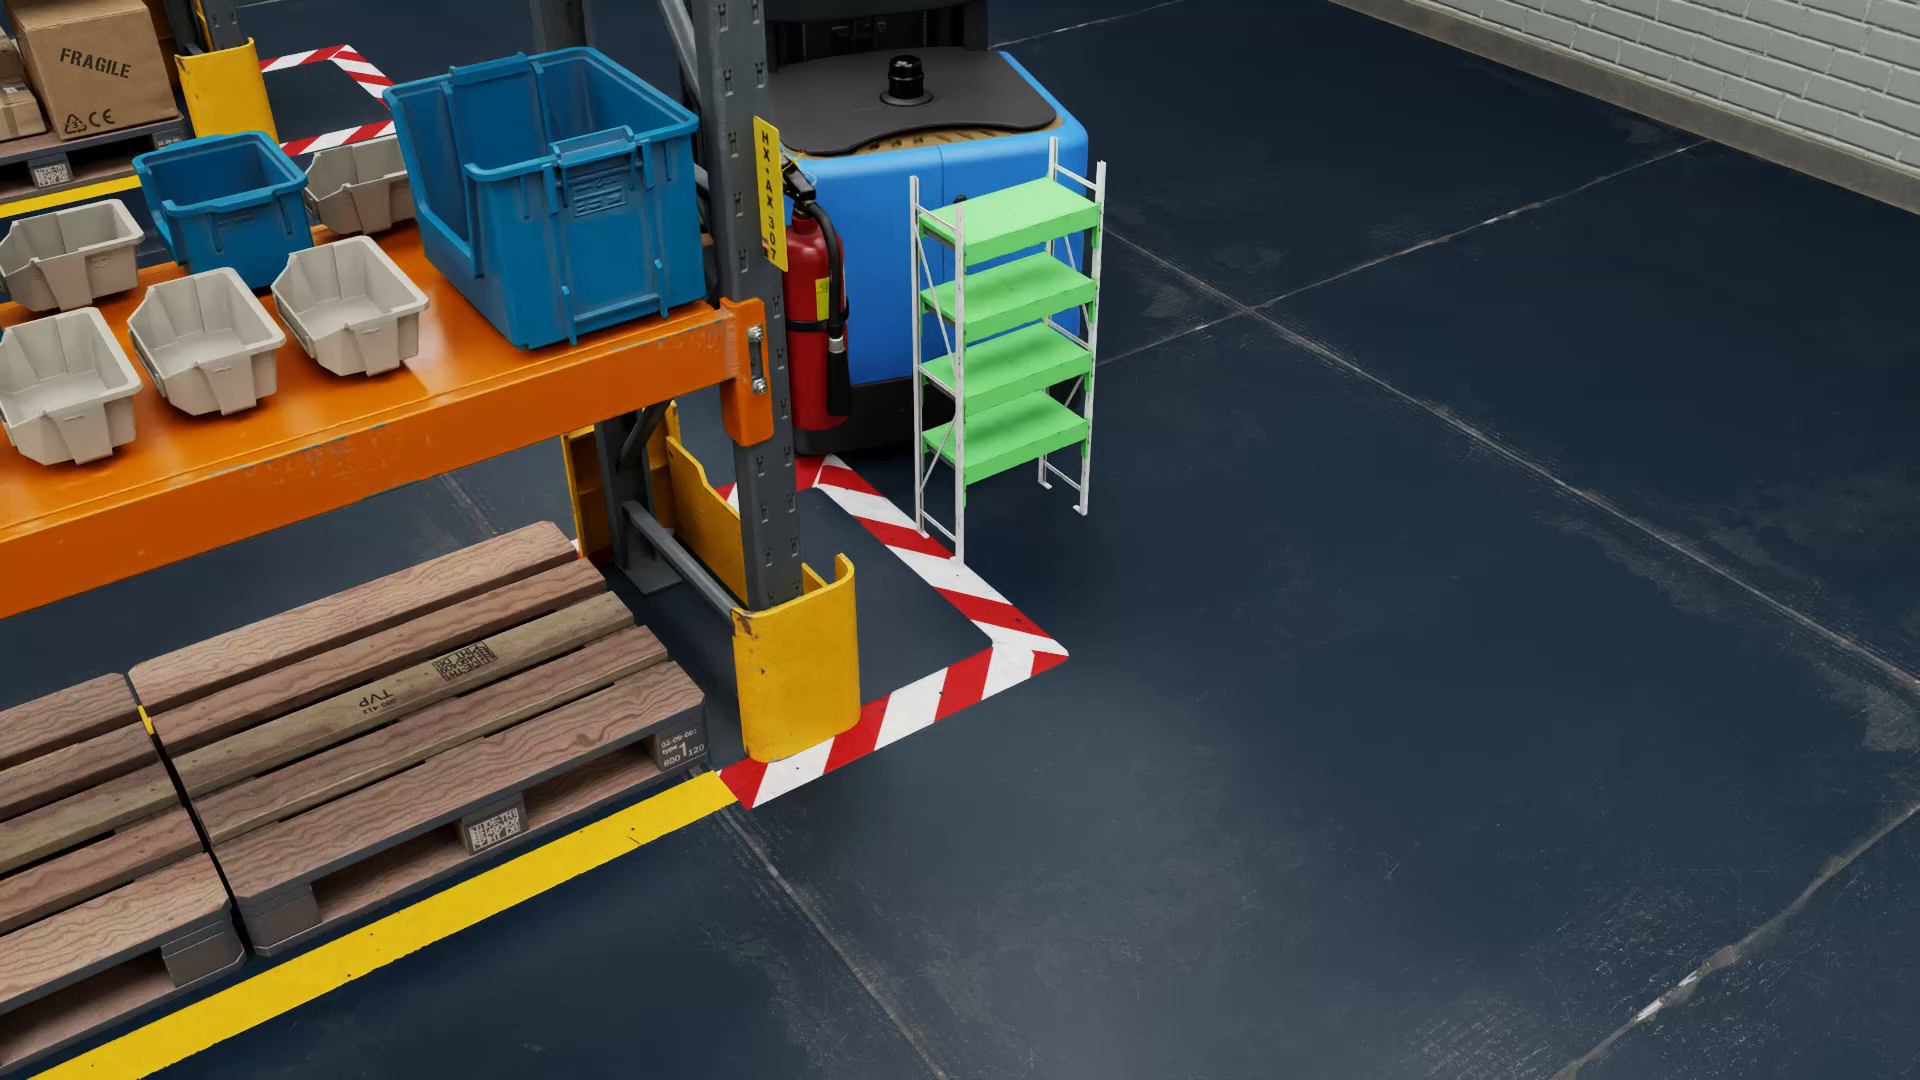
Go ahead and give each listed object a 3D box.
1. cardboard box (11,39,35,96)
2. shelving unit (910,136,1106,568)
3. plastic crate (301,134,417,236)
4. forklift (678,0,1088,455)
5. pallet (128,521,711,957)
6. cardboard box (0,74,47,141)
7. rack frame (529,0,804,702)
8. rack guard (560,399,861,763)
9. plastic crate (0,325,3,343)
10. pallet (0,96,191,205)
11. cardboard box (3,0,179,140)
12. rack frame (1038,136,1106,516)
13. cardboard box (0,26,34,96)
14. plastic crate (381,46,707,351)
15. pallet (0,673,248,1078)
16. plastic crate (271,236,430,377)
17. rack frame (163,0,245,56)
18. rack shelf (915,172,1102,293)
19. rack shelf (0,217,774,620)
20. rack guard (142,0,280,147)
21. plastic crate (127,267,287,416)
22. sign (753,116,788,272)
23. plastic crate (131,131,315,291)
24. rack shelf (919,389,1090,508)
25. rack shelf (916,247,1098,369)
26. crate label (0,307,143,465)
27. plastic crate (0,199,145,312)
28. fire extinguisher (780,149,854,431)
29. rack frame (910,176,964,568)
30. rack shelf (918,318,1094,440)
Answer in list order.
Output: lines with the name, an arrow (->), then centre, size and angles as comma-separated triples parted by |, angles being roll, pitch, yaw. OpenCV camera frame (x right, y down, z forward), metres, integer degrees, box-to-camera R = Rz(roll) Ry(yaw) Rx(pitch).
cardboard box -> -4.331, -2.264, 7.879 | 0.250, 0.166, 0.380 | -22, 41, -28
shelving unit -> 0.135, -0.543, 4.977 | 0.503, 1.200, 0.258 | -22, 41, -28
plastic crate -> -1.438, -0.854, 4.043 | 0.298, 0.136, 0.250 | -22, 41, -28
forklift -> -0.518, -2.330, 5.980 | 1.130, 2.935, 3.031 | -11, 37, -15
pallet -> -1.433, 0.460, 4.430 | 1.213, 0.211, 1.003 | -22, 41, -28
cardboard box -> -4.272, -1.931, 7.416 | 0.250, 0.166, 0.380 | -22, 41, -28
rack frame -> -0.736, -0.931, 3.976 | 0.127, 3.000, 1.000 | -22, 41, -28
rack guard -> -0.724, 0.069, 4.725 | 0.348, 0.500, 1.175 | -22, 41, -28
plastic crate -> -2.204, -0.519, 3.494 | 0.300, 0.233, 0.416 | -22, 41, -28
pallet -> -4.300, -1.870, 7.670 | 1.213, 0.211, 1.003 | -22, 41, -28
cardboard box -> -3.889, -2.160, 7.448 | 0.500, 0.500, 0.500 | -22, 41, -28
rack frame -> 0.335, -0.625, 5.091 | 0.015, 1.200, 0.240 | -22, 41, -28
cardboard box -> -4.603, -2.143, 7.639 | 0.500, 0.250, 0.500 | -22, 41, -28
plastic crate -> -0.902, -0.768, 3.667 | 0.499, 0.435, 0.616 | -22, 41, -28
pallet -> -2.429, 0.868, 3.863 | 1.213, 0.211, 1.003 | -22, 41, -28
plastic crate -> -1.299, -0.488, 3.534 | 0.243, 0.136, 0.396 | -22, 41, -28
rack frame -> -3.587, -3.297, 7.264 | 0.127, 3.000, 1.000 | -22, 41, -28
rack shelf -> 0.135, -0.881, 4.734 | 0.480, 0.148, 0.258 | -22, 41, -28
rack shelf -> -2.371, 0.034, 3.250 | 4.000, 0.370, 1.077 | -22, 41, -28
rack guard -> -3.649, -2.256, 7.959 | 0.348, 0.500, 1.175 | -22, 41, -28
plastic crate -> -1.544, -0.397, 3.408 | 0.243, 0.136, 0.396 | -22, 41, -28
sign -> -0.406, -0.740, 3.571 | 0.005, 0.325, 0.100 | -22, 41, -28
plastic crate -> -1.666, -0.740, 3.802 | 0.300, 0.233, 0.416 | -22, 41, -28
rack shelf -> 0.135, -0.296, 5.155 | 0.480, 0.148, 0.258 | -22, 41, -28
rack shelf -> 0.135, -0.686, 4.874 | 0.480, 0.148, 0.258 | -22, 41, -28
crate label -> -1.757, -0.292, 3.261 | 0.243, 0.136, 0.396 | -22, 41, -28
plastic crate -> -1.992, -0.626, 3.726 | 0.298, 0.136, 0.250 | -22, 41, -28
fire extinguisher -> -0.351, -0.582, 3.876 | 0.183, 0.674, 0.296 | -22, 41, -28
rack frame -> -0.064, -0.461, 4.863 | 0.015, 1.200, 0.240 | -22, 41, -28
rack shelf -> 0.135, -0.491, 5.014 | 0.480, 0.148, 0.258 | -22, 41, -28
